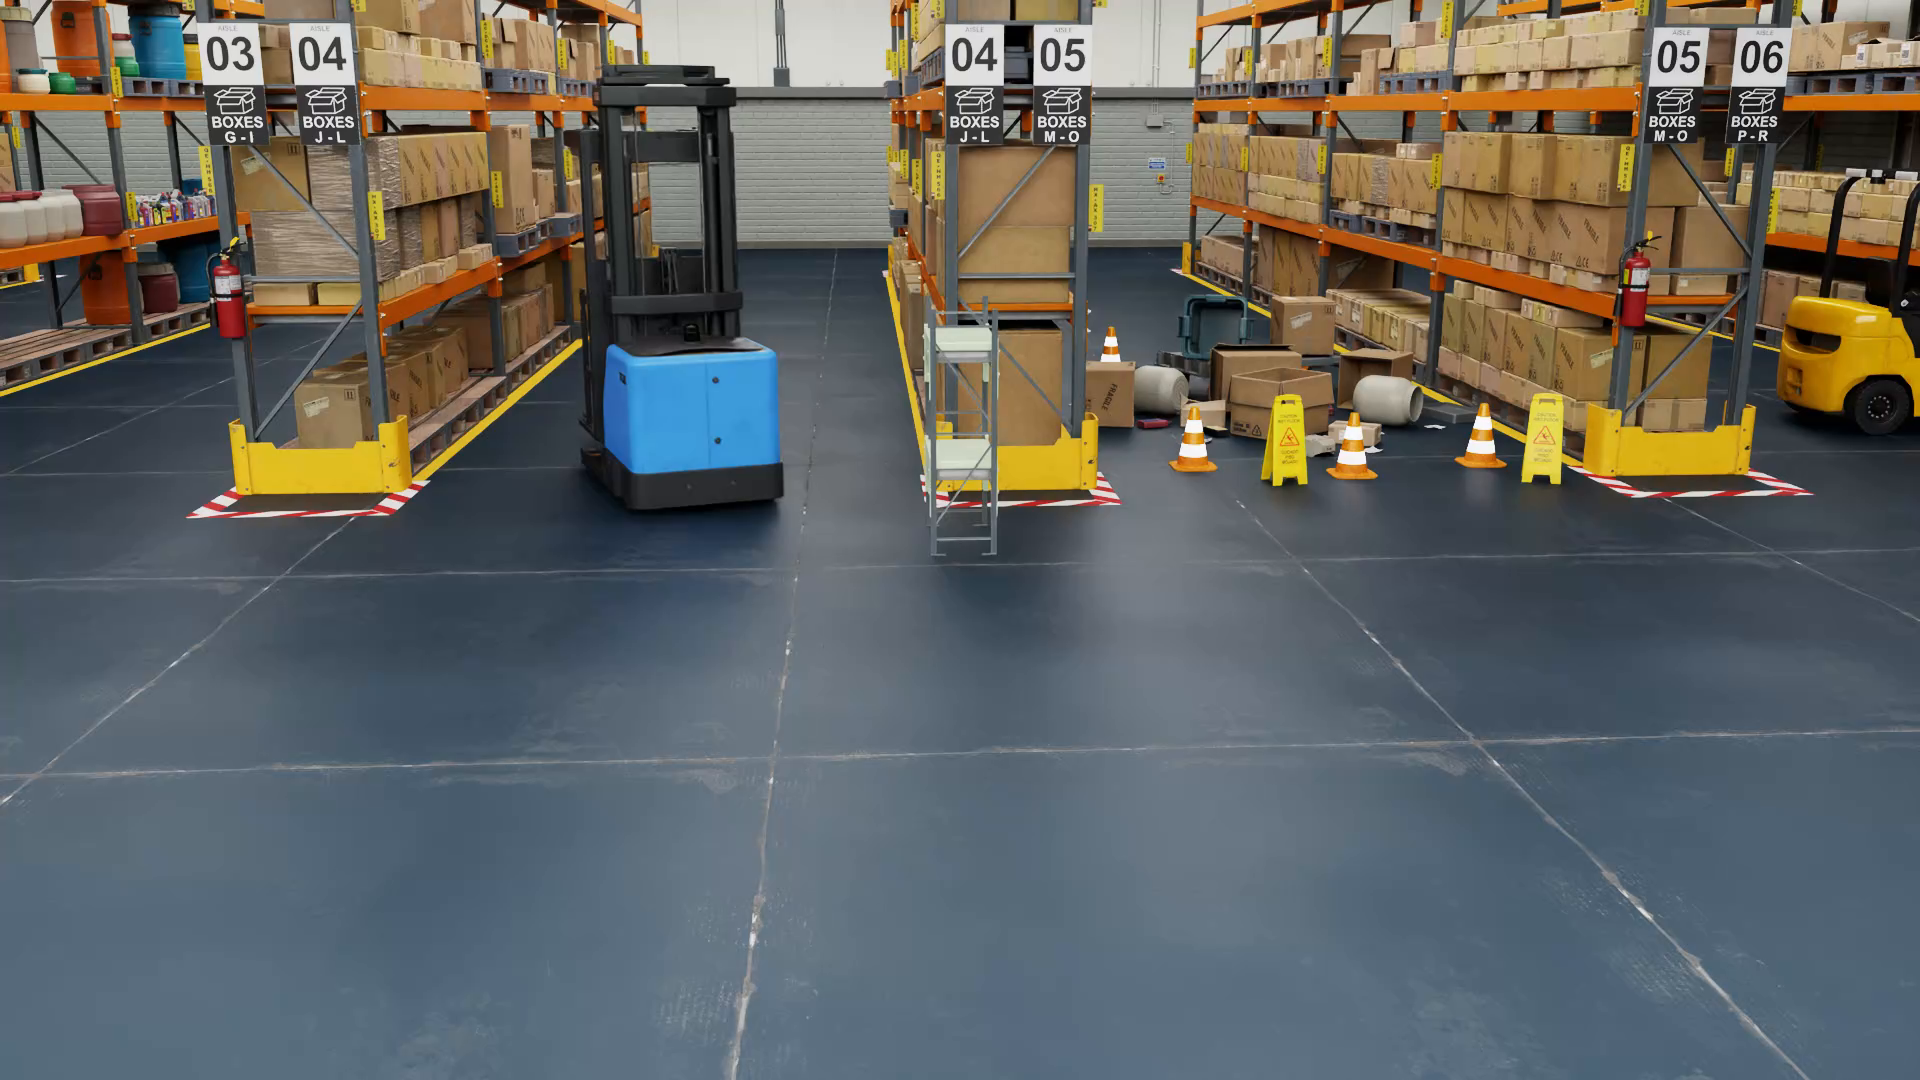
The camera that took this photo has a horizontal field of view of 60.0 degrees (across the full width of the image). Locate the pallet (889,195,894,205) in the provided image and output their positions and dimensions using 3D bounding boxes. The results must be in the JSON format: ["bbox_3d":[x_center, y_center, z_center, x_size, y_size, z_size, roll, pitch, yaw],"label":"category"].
[{"bbox_3d":[-0.446,-4.555,22.597,1.003,0.211,1.213,-1,14,-3],"label":"pallet"}]

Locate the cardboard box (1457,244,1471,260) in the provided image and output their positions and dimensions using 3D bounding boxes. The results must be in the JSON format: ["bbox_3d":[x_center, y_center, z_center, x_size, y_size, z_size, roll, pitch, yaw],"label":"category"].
[{"bbox_3d":[4.848,-2.686,15.449,0.380,0.149,0.250,0,14,-2],"label":"cardboard box"}]

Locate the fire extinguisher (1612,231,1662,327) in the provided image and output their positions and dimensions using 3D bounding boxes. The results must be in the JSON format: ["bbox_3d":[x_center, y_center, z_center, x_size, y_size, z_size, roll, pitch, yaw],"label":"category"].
[{"bbox_3d":[4.876,-1.885,11.987,0.296,0.674,0.183,-1,14,-3],"label":"fire extinguisher"}]

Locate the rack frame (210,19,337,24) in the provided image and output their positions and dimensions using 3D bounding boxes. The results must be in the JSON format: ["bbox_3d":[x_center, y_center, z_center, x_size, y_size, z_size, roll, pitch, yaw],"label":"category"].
[{"bbox_3d":[-4.558,-4.710,10.774,0.949,2.616,0.053,-1,14,-3],"label":"rack frame"}]

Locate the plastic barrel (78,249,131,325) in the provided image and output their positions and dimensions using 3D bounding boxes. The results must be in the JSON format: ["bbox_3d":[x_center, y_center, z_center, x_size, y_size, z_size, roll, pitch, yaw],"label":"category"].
[{"bbox_3d":[-10.048,-2.992,19.647,0.600,0.830,0.708,-1,14,-3],"label":"plastic barrel"}]

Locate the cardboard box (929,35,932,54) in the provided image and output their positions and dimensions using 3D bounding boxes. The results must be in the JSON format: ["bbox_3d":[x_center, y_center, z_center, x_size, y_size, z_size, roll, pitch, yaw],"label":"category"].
[{"bbox_3d":[-0.042,-3.833,12.843,0.380,0.149,0.250,-1,14,-3],"label":"cardboard box"}]

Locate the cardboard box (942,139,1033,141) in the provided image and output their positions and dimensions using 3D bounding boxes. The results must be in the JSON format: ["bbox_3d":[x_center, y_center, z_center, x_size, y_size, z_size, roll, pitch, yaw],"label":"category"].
[{"bbox_3d":[0.286,-3.219,14.551,0.875,0.550,0.550,-1,14,-3],"label":"cardboard box"}]

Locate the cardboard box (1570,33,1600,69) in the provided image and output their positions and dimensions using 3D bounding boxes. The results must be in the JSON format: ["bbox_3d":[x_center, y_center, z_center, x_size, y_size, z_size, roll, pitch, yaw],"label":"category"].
[{"bbox_3d":[5.012,-3.730,12.690,0.500,0.250,0.500,-1,14,-4],"label":"cardboard box"}]

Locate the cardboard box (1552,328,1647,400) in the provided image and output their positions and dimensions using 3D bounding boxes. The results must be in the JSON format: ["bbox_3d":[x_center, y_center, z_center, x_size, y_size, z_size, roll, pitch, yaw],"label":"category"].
[{"bbox_3d":[5.019,-1.388,13.072,0.500,0.500,0.500,-1,14,-3],"label":"cardboard box"}]

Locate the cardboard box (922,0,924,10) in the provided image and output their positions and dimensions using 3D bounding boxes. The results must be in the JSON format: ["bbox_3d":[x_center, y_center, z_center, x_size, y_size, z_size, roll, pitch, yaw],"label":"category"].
[{"bbox_3d":[-0.121,-4.535,13.972,0.380,0.149,0.250,-1,14,-4],"label":"cardboard box"}]

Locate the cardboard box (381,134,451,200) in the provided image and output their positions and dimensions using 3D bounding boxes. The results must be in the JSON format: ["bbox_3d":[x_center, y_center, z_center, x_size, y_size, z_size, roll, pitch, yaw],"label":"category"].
[{"bbox_3d":[-4.417,-2.996,13.345,0.500,0.500,0.500,-1,14,-3],"label":"cardboard box"}]

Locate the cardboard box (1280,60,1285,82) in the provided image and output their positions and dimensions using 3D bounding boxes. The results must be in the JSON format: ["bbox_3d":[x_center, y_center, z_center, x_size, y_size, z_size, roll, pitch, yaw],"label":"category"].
[{"bbox_3d":[4.350,-6.073,21.519,0.396,0.266,0.258,0,14,1],"label":"cardboard box"}]

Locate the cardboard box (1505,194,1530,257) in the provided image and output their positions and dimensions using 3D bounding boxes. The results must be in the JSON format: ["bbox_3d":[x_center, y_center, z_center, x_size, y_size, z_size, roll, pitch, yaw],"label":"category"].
[{"bbox_3d":[4.954,-2.656,14.034,0.500,0.500,0.500,-1,14,-3],"label":"cardboard box"}]

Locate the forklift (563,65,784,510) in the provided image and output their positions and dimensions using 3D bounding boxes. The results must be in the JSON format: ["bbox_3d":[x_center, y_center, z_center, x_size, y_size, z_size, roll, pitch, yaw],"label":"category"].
[{"bbox_3d":[-2.230,-1.941,12.187,1.130,2.935,3.031,-6,15,-21],"label":"forklift"}]

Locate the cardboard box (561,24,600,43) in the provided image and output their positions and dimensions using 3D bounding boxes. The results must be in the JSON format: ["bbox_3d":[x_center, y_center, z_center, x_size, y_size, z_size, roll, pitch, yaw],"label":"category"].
[{"bbox_3d":[-5.357,-7.139,23.486,0.500,0.250,0.500,-2,15,-7],"label":"cardboard box"}]

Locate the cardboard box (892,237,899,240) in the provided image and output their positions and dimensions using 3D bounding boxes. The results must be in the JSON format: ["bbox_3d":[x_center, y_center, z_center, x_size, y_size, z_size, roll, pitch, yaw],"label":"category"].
[{"bbox_3d":[-0.903,-4.811,26.889,0.380,0.149,0.250,-2,15,-6],"label":"cardboard box"}]

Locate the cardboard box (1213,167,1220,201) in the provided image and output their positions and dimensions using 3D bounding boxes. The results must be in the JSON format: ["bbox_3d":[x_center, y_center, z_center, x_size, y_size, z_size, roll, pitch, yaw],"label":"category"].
[{"bbox_3d":[4.201,-5.485,25.625,0.500,0.500,0.500,0,14,-2],"label":"cardboard box"}]

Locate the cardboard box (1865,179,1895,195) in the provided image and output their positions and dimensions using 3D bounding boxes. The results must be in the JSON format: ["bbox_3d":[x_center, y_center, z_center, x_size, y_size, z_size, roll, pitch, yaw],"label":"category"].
[{"bbox_3d":[9.647,-3.663,17.242,0.380,0.149,0.250,-1,14,-5],"label":"cardboard box"}]

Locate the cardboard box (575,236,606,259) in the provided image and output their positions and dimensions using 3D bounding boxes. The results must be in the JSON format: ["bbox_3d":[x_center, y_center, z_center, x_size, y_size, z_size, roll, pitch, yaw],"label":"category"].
[{"bbox_3d":[-5.127,-3.363,20.997,1.225,0.875,0.875,-1,14,-3],"label":"cardboard box"}]

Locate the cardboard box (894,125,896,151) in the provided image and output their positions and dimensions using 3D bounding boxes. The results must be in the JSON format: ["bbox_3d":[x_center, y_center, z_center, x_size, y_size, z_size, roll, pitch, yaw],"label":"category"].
[{"bbox_3d":[-0.685,-5.759,24.084,0.500,0.500,0.500,-1,14,-5],"label":"cardboard box"}]

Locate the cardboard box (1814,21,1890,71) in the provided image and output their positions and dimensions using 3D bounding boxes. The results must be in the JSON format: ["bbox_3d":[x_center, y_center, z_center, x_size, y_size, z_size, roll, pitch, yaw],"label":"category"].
[{"bbox_3d":[9.652,-5.341,18.001,0.500,0.500,0.500,-1,14,-2],"label":"cardboard box"}]

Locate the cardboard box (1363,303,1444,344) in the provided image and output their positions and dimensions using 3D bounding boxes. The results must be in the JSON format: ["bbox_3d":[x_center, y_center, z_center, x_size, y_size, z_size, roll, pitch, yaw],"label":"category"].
[{"bbox_3d":[4.954,-2.365,18.131,0.950,0.372,0.625,0,14,-2],"label":"cardboard box"}]

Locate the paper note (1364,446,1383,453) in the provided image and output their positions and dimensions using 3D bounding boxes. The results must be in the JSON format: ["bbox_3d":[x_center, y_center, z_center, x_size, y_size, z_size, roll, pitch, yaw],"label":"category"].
[{"bbox_3d":[3.284,-0.724,13.280,0.148,0.019,0.142,-6,16,-23],"label":"paper note"}]

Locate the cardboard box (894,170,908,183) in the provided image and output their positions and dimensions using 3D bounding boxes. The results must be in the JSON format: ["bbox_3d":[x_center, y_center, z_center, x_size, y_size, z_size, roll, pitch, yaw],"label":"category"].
[{"bbox_3d":[-0.589,-4.331,19.805,0.380,0.149,0.250,-1,15,-6],"label":"cardboard box"}]

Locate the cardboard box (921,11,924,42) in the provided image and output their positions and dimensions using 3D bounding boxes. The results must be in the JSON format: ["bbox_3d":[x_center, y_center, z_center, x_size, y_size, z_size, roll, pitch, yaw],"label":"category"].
[{"bbox_3d":[-0.069,-4.376,14.154,0.500,0.250,0.500,-1,14,-4],"label":"cardboard box"}]

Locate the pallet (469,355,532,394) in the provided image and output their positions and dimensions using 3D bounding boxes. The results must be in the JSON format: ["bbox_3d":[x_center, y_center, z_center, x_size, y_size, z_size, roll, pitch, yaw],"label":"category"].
[{"bbox_3d":[-4.859,-1.643,16.488,1.003,0.211,1.213,-1,14,-3],"label":"pallet"}]

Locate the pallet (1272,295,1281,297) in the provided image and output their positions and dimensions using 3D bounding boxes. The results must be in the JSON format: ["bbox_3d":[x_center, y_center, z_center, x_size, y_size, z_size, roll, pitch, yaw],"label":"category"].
[{"bbox_3d":[4.787,-3.097,22.139,1.003,0.211,1.213,-1,14,-3],"label":"pallet"}]

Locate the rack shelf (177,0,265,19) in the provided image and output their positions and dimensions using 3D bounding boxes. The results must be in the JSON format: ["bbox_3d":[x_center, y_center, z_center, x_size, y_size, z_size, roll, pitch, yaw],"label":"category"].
[{"bbox_3d":[-10.373,-7.573,24.149,1.077,0.370,4.000,-1,14,-3],"label":"rack shelf"}]

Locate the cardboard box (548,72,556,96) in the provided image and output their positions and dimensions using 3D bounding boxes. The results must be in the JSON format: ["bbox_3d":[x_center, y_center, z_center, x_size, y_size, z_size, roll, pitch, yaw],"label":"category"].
[{"bbox_3d":[-4.783,-5.060,18.454,0.500,0.250,0.500,-1,14,-3],"label":"cardboard box"}]

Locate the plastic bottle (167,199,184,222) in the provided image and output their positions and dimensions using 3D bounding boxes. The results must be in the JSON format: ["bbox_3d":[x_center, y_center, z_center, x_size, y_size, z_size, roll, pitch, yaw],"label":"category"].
[{"bbox_3d":[-9.791,-4.115,20.751,0.152,0.276,0.135,-1,14,-3],"label":"plastic bottle"}]

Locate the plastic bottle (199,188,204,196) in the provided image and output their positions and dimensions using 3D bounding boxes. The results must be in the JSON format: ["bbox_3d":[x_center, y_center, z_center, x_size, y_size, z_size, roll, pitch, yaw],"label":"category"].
[{"bbox_3d":[-10.009,-4.463,21.952,0.144,0.351,0.185,-1,14,-3],"label":"plastic bottle"}]

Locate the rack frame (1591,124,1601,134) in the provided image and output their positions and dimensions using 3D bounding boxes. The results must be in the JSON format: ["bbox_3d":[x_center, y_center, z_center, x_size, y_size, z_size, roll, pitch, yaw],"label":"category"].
[{"bbox_3d":[9.540,-5.020,24.017,1.000,3.000,0.127,-1,14,-3],"label":"rack frame"}]

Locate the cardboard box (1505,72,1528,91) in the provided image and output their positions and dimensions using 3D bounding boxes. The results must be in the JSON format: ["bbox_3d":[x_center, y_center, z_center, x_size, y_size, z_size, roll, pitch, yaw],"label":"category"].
[{"bbox_3d":[4.848,-3.880,14.072,0.380,0.149,0.250,-1,14,-5],"label":"cardboard box"}]

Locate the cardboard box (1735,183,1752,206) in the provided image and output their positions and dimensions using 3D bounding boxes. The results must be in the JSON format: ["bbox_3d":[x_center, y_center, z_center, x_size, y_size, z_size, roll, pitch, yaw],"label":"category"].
[{"bbox_3d":[9.546,-4.080,19.662,0.500,0.250,0.500,-1,14,-3],"label":"cardboard box"}]

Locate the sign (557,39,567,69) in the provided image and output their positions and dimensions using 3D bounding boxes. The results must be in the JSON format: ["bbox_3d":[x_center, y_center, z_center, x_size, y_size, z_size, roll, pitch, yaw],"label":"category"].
[{"bbox_3d":[-4.516,-5.505,18.847,0.100,0.325,0.005,-1,14,-3],"label":"sign"}]

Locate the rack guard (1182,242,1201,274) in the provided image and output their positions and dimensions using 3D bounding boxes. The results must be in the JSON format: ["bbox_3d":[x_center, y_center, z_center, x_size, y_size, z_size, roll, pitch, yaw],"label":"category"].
[{"bbox_3d":[4.336,-4.732,27.916,1.175,0.500,0.348,-1,14,-3],"label":"rack guard"}]

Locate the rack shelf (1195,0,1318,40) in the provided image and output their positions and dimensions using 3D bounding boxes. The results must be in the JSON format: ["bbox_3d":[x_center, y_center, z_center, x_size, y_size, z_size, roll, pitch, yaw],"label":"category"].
[{"bbox_3d":[4.462,-7.803,25.040,1.077,0.370,4.000,-1,14,-3],"label":"rack shelf"}]

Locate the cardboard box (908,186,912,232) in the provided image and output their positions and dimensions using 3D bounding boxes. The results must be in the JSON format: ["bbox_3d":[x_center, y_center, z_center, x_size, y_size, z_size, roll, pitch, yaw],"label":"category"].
[{"bbox_3d":[-0.342,-3.779,18.991,0.500,0.500,0.500,-1,14,-3],"label":"cardboard box"}]

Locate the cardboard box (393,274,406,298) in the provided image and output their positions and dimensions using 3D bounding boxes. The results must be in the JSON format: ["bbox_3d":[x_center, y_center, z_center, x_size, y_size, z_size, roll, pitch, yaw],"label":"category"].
[{"bbox_3d":[-4.338,-1.883,12.328,0.380,0.149,0.250,-1,14,-3],"label":"cardboard box"}]

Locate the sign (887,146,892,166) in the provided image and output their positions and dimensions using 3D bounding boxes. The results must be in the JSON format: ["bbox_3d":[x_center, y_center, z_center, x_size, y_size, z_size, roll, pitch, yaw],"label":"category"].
[{"bbox_3d":[-1.138,-6.246,27.046,0.100,0.325,0.005,-1,14,-3],"label":"sign"}]

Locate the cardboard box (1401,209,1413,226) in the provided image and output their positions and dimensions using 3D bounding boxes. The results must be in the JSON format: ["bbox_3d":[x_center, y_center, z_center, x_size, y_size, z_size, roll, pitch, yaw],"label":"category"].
[{"bbox_3d":[4.723,-3.287,16.945,0.380,0.149,0.250,-1,14,-4],"label":"cardboard box"}]

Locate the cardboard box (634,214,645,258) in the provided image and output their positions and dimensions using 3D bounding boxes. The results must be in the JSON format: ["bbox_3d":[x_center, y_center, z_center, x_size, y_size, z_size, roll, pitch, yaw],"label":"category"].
[{"bbox_3d":[-5.377,-4.574,25.706,0.875,0.875,0.875,-1,14,-3],"label":"cardboard box"}]

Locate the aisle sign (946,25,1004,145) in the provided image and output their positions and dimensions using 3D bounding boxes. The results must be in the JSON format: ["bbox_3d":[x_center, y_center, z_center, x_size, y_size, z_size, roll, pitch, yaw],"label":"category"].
[{"bbox_3d":[0.100,-3.093,11.311,0.394,0.787,0.004,-1,14,-3],"label":"aisle sign"}]

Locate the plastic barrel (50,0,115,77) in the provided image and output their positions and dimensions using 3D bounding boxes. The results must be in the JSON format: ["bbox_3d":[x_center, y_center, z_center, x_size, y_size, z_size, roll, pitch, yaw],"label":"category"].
[{"bbox_3d":[-10.033,-5.723,19.026,0.600,0.830,0.708,-1,14,-3],"label":"plastic barrel"}]

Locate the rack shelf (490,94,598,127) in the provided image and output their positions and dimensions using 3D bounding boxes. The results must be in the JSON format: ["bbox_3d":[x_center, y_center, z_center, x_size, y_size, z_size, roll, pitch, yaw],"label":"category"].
[{"bbox_3d":[-5.181,-5.396,20.903,1.077,0.370,4.000,-1,14,-3],"label":"rack shelf"}]

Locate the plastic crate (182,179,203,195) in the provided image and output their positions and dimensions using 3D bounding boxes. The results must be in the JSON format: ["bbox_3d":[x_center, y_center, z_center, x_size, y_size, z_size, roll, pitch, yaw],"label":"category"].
[{"bbox_3d":[-10.618,-4.845,23.249,0.392,0.384,0.575,-1,14,-3],"label":"plastic crate"}]

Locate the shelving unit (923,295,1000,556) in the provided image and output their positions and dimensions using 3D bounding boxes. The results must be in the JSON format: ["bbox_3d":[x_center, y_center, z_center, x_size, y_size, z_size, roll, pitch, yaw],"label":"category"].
[{"bbox_3d":[0.000,-0.725,10.333,0.431,1.500,0.755,-1,14,-3],"label":"shelving unit"}]

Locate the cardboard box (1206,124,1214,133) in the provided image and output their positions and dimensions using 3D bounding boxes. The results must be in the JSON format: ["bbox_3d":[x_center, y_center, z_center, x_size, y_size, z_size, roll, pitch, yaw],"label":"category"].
[{"bbox_3d":[4.107,-6.496,26.243,0.380,0.149,0.250,-1,14,-5],"label":"cardboard box"}]

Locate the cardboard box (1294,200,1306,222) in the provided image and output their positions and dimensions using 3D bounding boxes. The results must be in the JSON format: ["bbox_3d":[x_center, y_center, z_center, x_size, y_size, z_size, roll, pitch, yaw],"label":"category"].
[{"bbox_3d":[4.496,-4.123,20.834,0.500,0.250,0.500,-1,14,-2],"label":"cardboard box"}]

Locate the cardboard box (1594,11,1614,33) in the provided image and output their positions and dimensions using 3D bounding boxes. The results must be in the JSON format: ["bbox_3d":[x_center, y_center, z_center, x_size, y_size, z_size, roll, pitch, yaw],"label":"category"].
[{"bbox_3d":[5.002,-3.883,12.480,0.380,0.149,0.250,-1,14,-4],"label":"cardboard box"}]

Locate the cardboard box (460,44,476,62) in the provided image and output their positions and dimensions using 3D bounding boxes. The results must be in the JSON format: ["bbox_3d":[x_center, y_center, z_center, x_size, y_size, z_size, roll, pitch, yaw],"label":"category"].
[{"bbox_3d":[-4.501,-4.296,14.686,0.380,0.149,0.250,0,14,-2],"label":"cardboard box"}]

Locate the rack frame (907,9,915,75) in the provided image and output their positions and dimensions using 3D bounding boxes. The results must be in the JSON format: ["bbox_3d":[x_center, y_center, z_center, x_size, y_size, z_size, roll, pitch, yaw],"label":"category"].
[{"bbox_3d":[-0.101,-6.751,18.707,1.000,3.000,0.127,-1,14,-3],"label":"rack frame"}]
